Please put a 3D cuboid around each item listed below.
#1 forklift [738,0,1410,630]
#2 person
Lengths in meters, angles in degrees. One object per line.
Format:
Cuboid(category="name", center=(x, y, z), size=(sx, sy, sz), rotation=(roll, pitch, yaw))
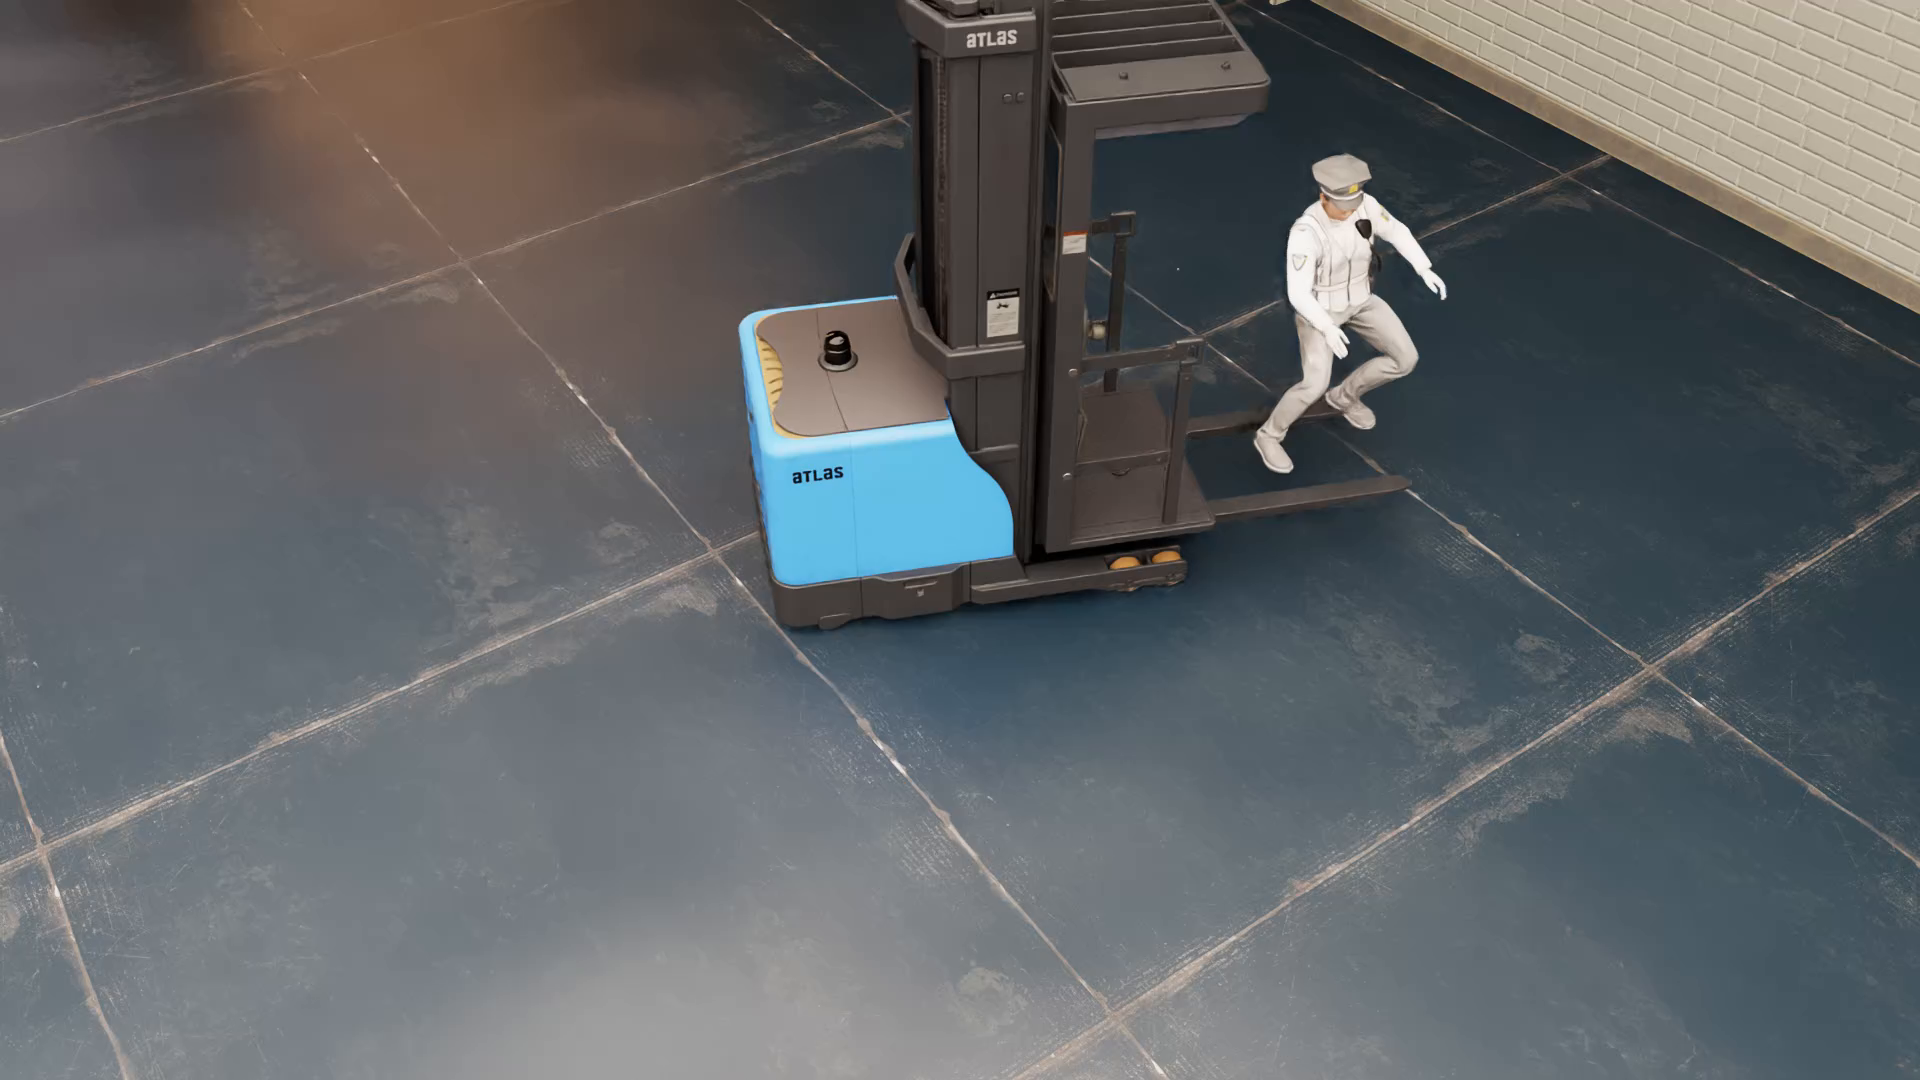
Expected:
Cuboid(category="forklift", center=(0.573, -1.184, 7.000), size=(3.031, 2.935, 1.130), rotation=(-8, 43, -9))
Cuboid(category="person", center=(1.803, -1.046, 7.721), size=(0.847, 1.437, 0.694), rotation=(-17, 45, -18))
